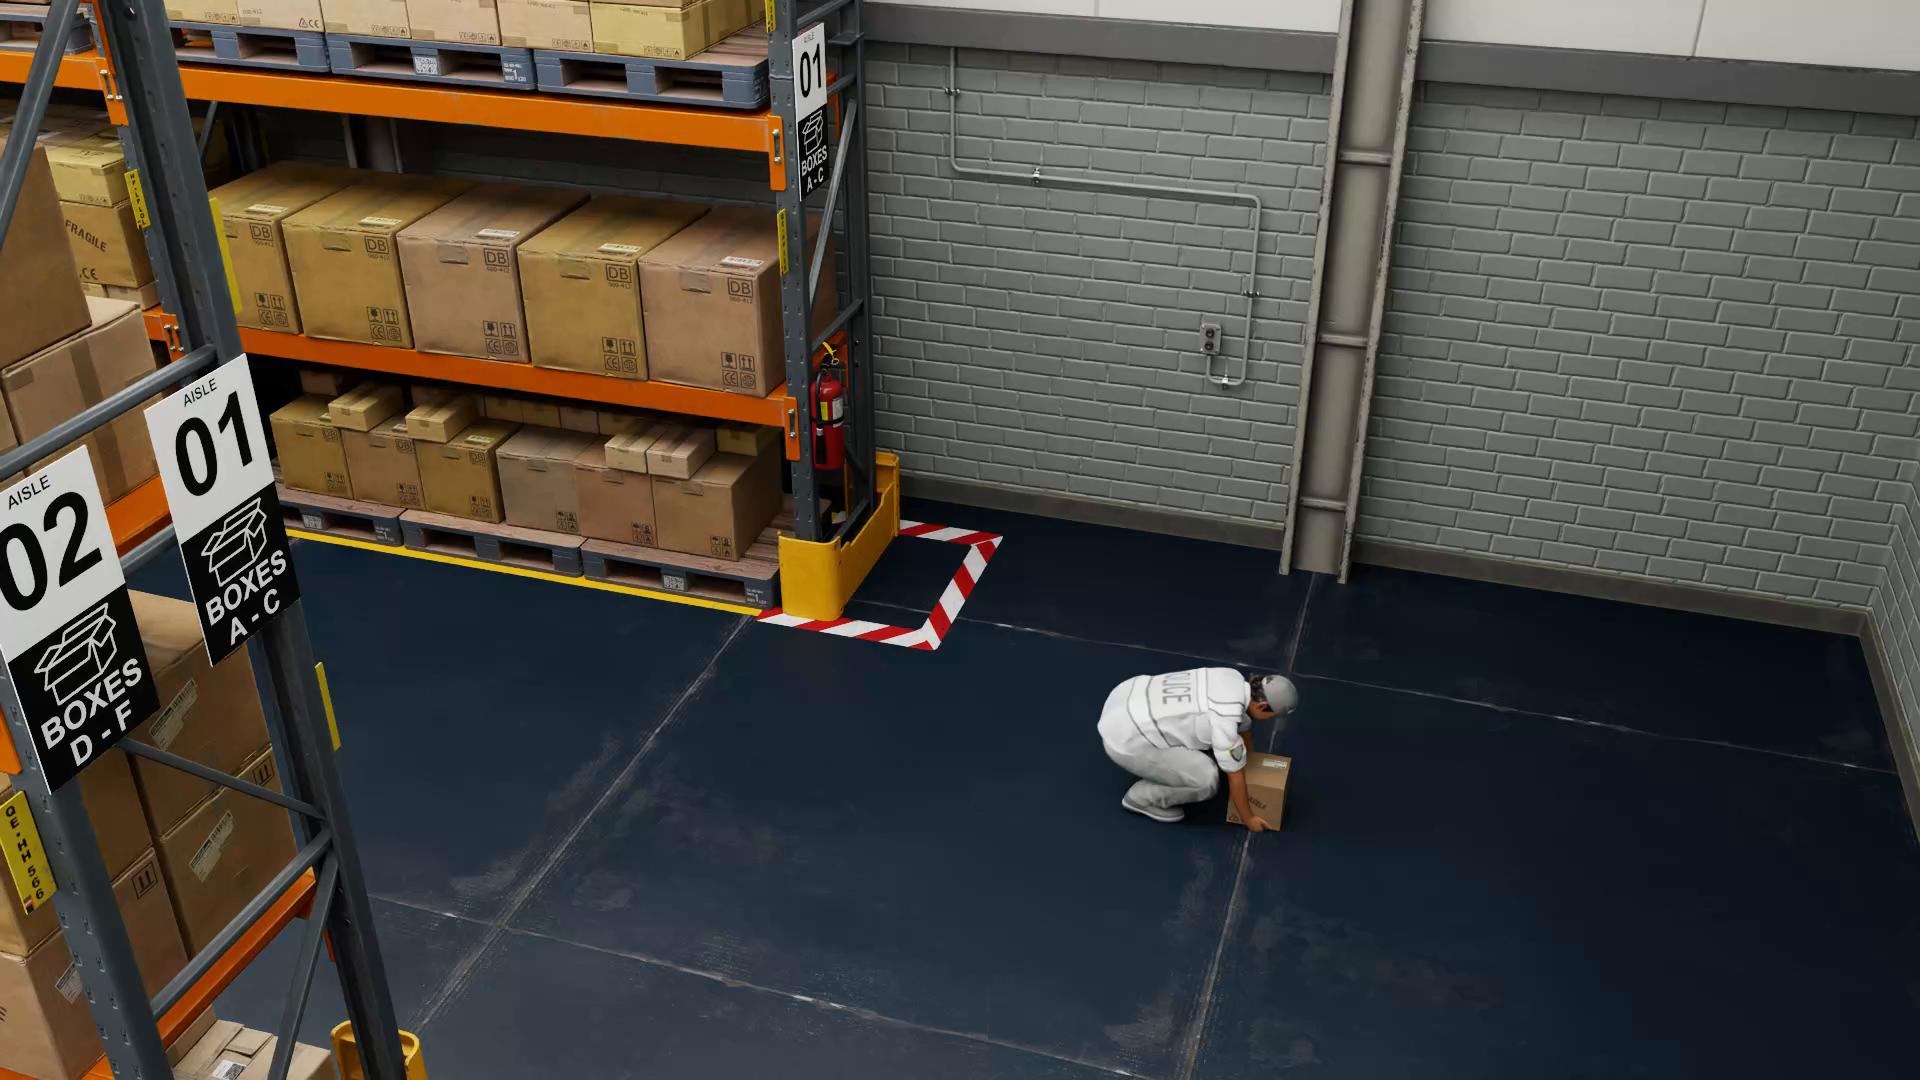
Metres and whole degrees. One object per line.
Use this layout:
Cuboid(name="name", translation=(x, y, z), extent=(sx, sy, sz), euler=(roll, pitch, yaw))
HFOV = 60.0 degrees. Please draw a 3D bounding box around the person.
Cuboid(name="person", translation=(1.105, 0.956, 7.821), extent=(0.899, 0.812, 0.526), euler=(8, 30, 14))
